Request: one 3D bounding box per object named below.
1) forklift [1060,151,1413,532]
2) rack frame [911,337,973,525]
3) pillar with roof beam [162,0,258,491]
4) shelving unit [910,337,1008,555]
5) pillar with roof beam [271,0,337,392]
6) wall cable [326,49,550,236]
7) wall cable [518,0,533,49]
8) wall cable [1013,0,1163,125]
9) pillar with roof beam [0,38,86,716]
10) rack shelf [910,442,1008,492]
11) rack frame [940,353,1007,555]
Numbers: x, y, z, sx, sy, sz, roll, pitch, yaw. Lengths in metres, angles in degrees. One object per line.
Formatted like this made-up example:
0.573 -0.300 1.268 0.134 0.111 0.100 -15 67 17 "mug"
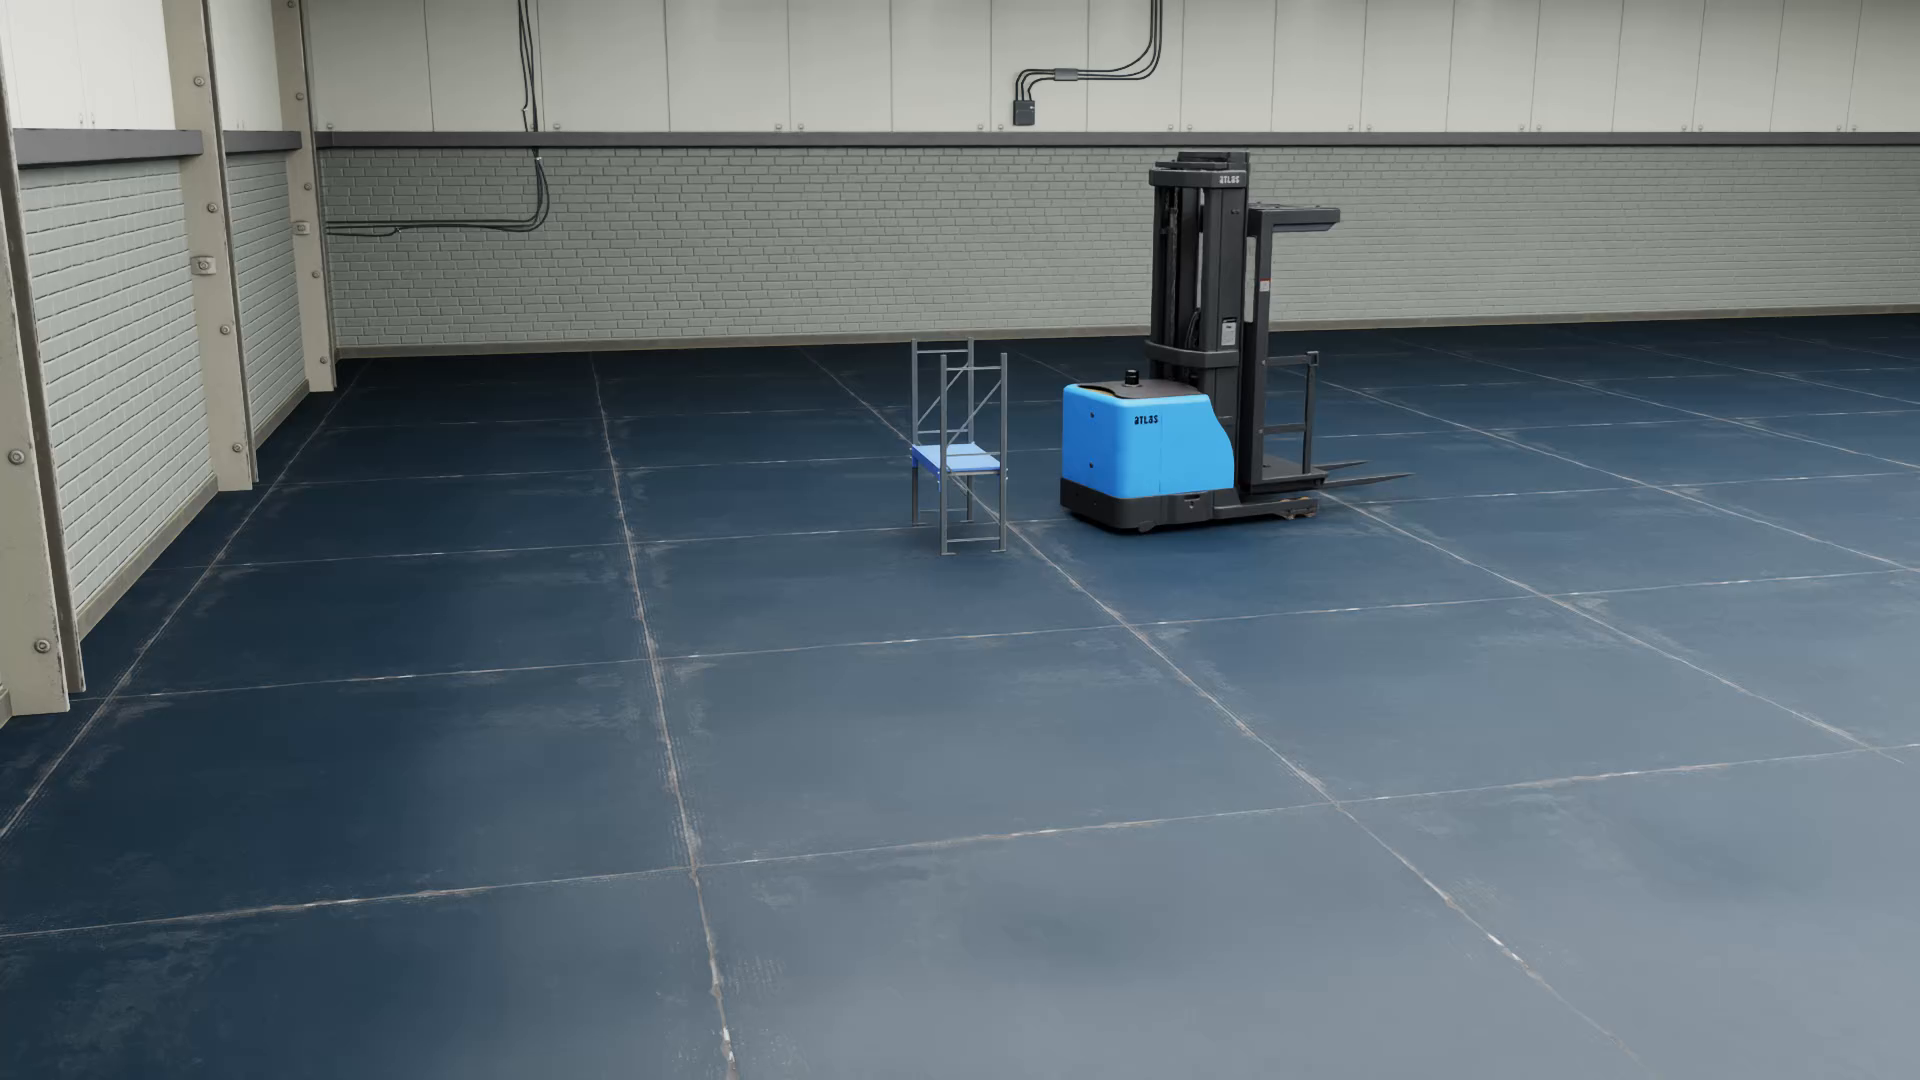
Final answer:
2.390 -1.698 13.703 3.031 2.935 1.130 -6 15 -24 "forklift"
-0.139 -0.866 13.310 0.500 1.500 0.032 -3 14 -13 "rack frame"
-2.300 -5.095 14.819 9.100 9.000 0.400 -3 14 -13 "pillar with roof beam"
-0.020 -0.748 12.830 0.538 1.500 1.048 -3 14 -13 "shelving unit"
-3.709 -6.479 20.485 9.100 9.000 0.400 -3 14 -13 "pillar with roof beam"
-7.300 -5.484 22.955 3.097 2.526 0.112 -3 14 -13 "wall cable"
-4.670 -8.088 22.972 3.097 2.526 0.112 -3 14 -13 "wall cable"
1.932 -9.170 24.333 2.305 6.003 0.169 -3 14 -13 "wall cable"
-0.891 -3.710 9.154 9.100 9.000 0.400 -3 14 -13 "pillar with roof beam"
-0.020 -0.574 12.872 0.538 0.185 1.000 -3 14 -13 "rack shelf"
0.099 -0.631 12.350 0.500 1.500 0.032 -3 14 -13 "rack frame"
